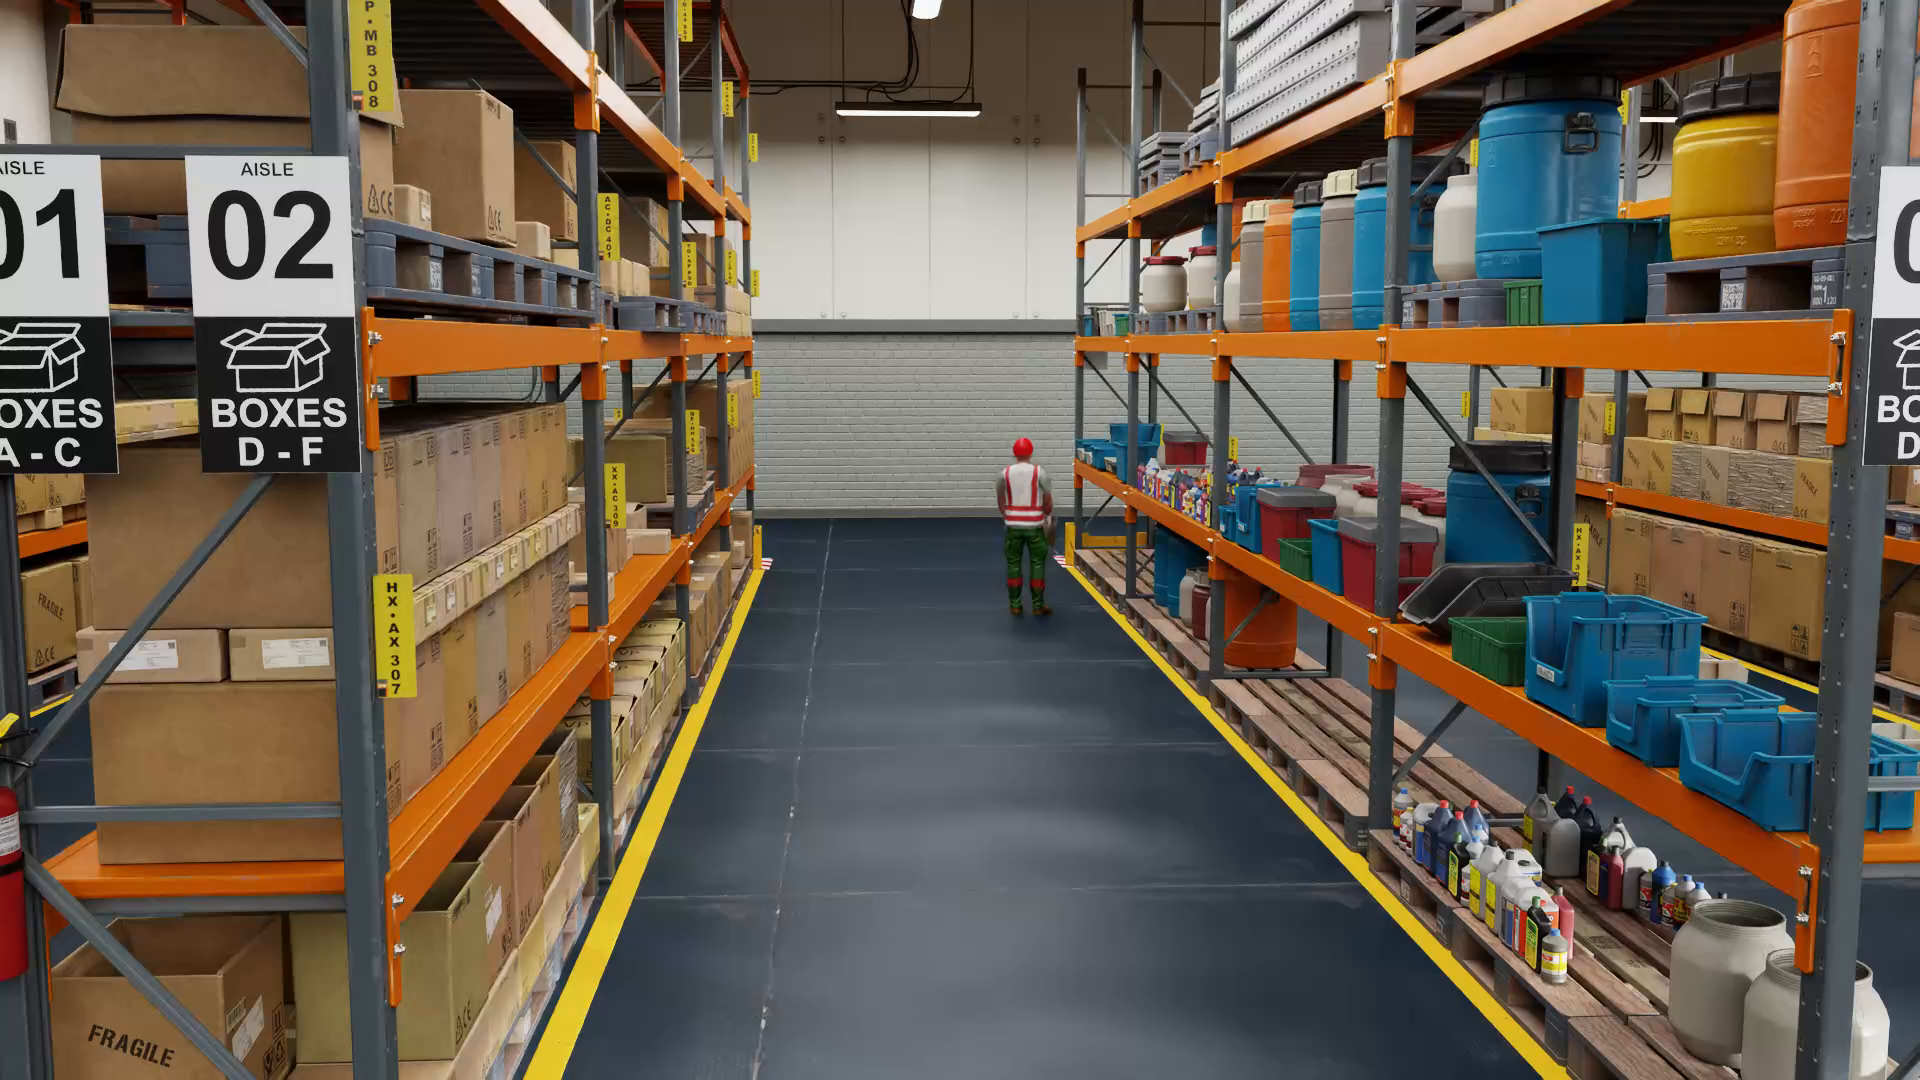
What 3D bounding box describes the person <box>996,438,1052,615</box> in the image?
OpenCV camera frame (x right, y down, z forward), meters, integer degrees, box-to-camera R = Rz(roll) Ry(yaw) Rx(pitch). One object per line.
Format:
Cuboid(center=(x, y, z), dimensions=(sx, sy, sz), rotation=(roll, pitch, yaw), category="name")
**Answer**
Cuboid(center=(0.660, -0.149, 16.880), dimensions=(0.556, 1.791, 0.466), rotation=(2, 7, 14), category="person")
